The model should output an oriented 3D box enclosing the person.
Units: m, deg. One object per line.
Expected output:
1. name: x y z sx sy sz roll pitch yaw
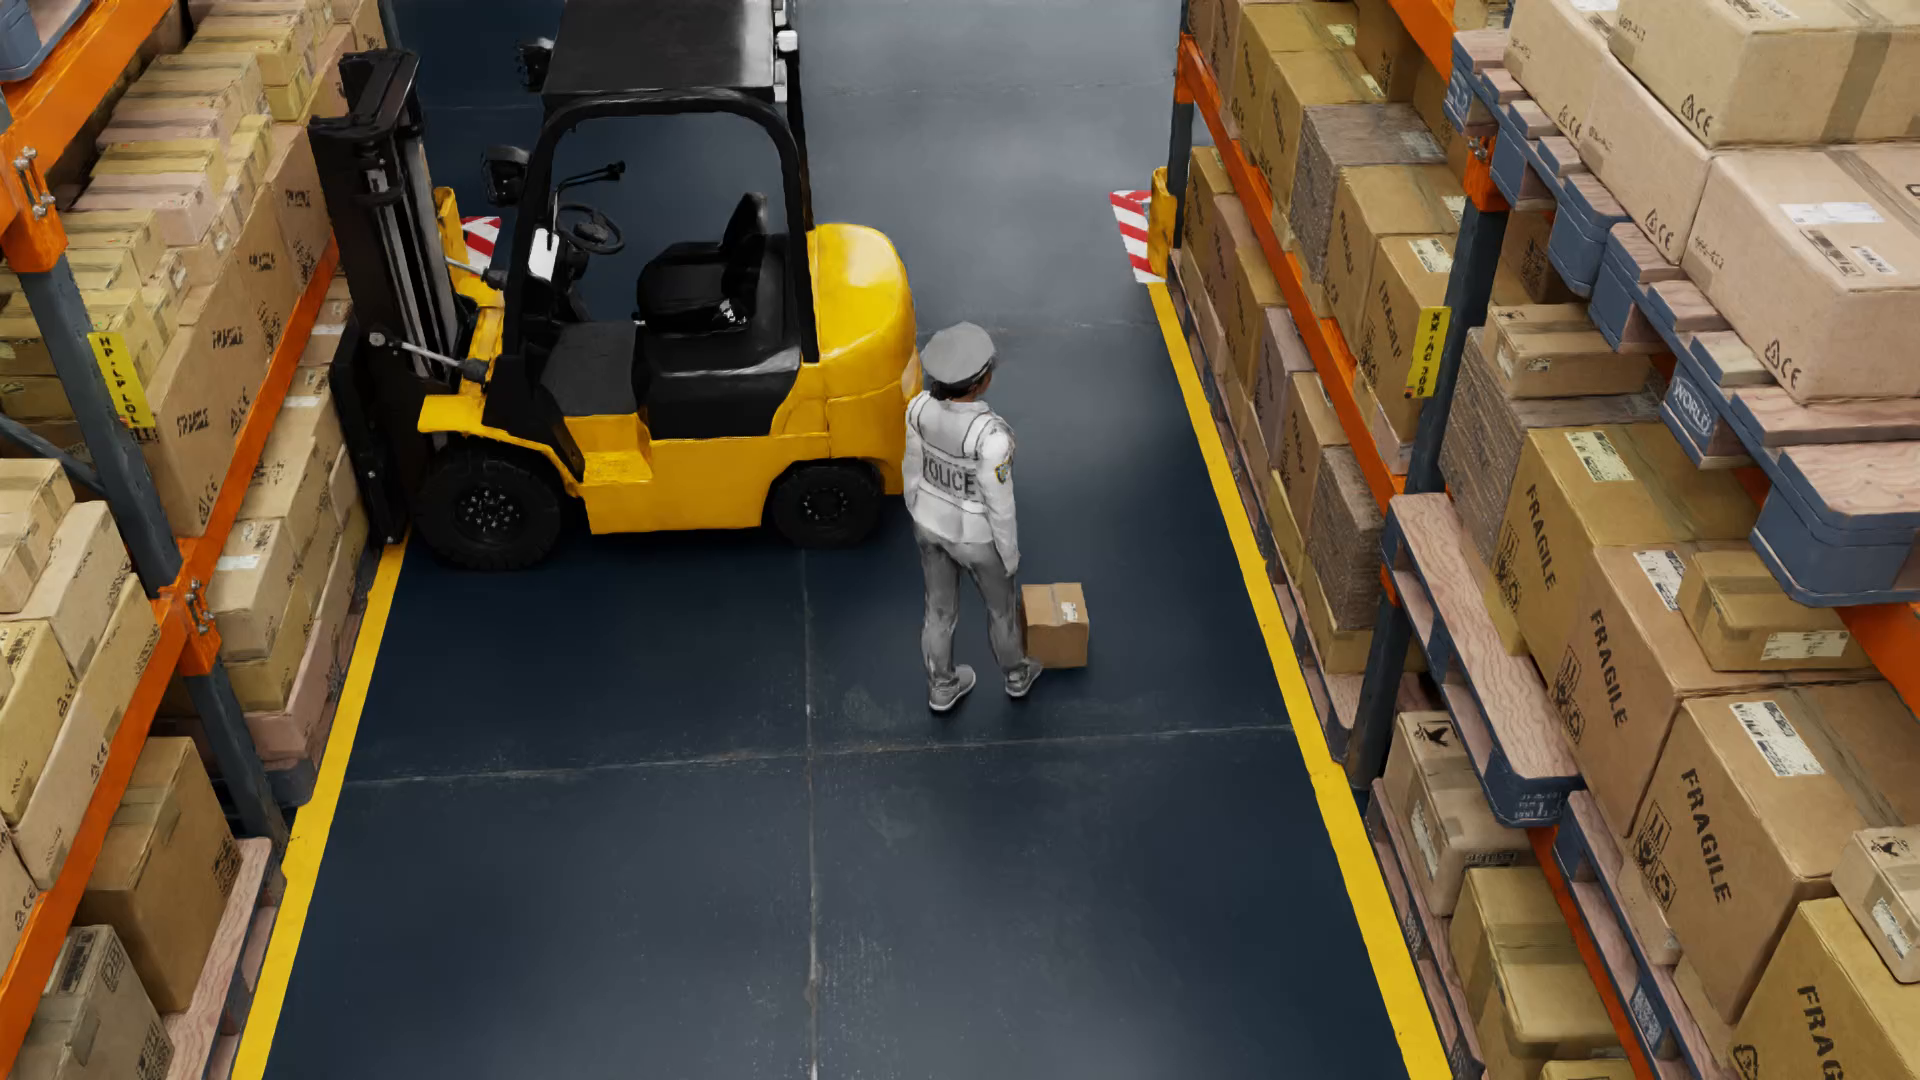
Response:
1. person: 0.058 -0.087 6.229 0.484 1.693 0.526 26 46 28
